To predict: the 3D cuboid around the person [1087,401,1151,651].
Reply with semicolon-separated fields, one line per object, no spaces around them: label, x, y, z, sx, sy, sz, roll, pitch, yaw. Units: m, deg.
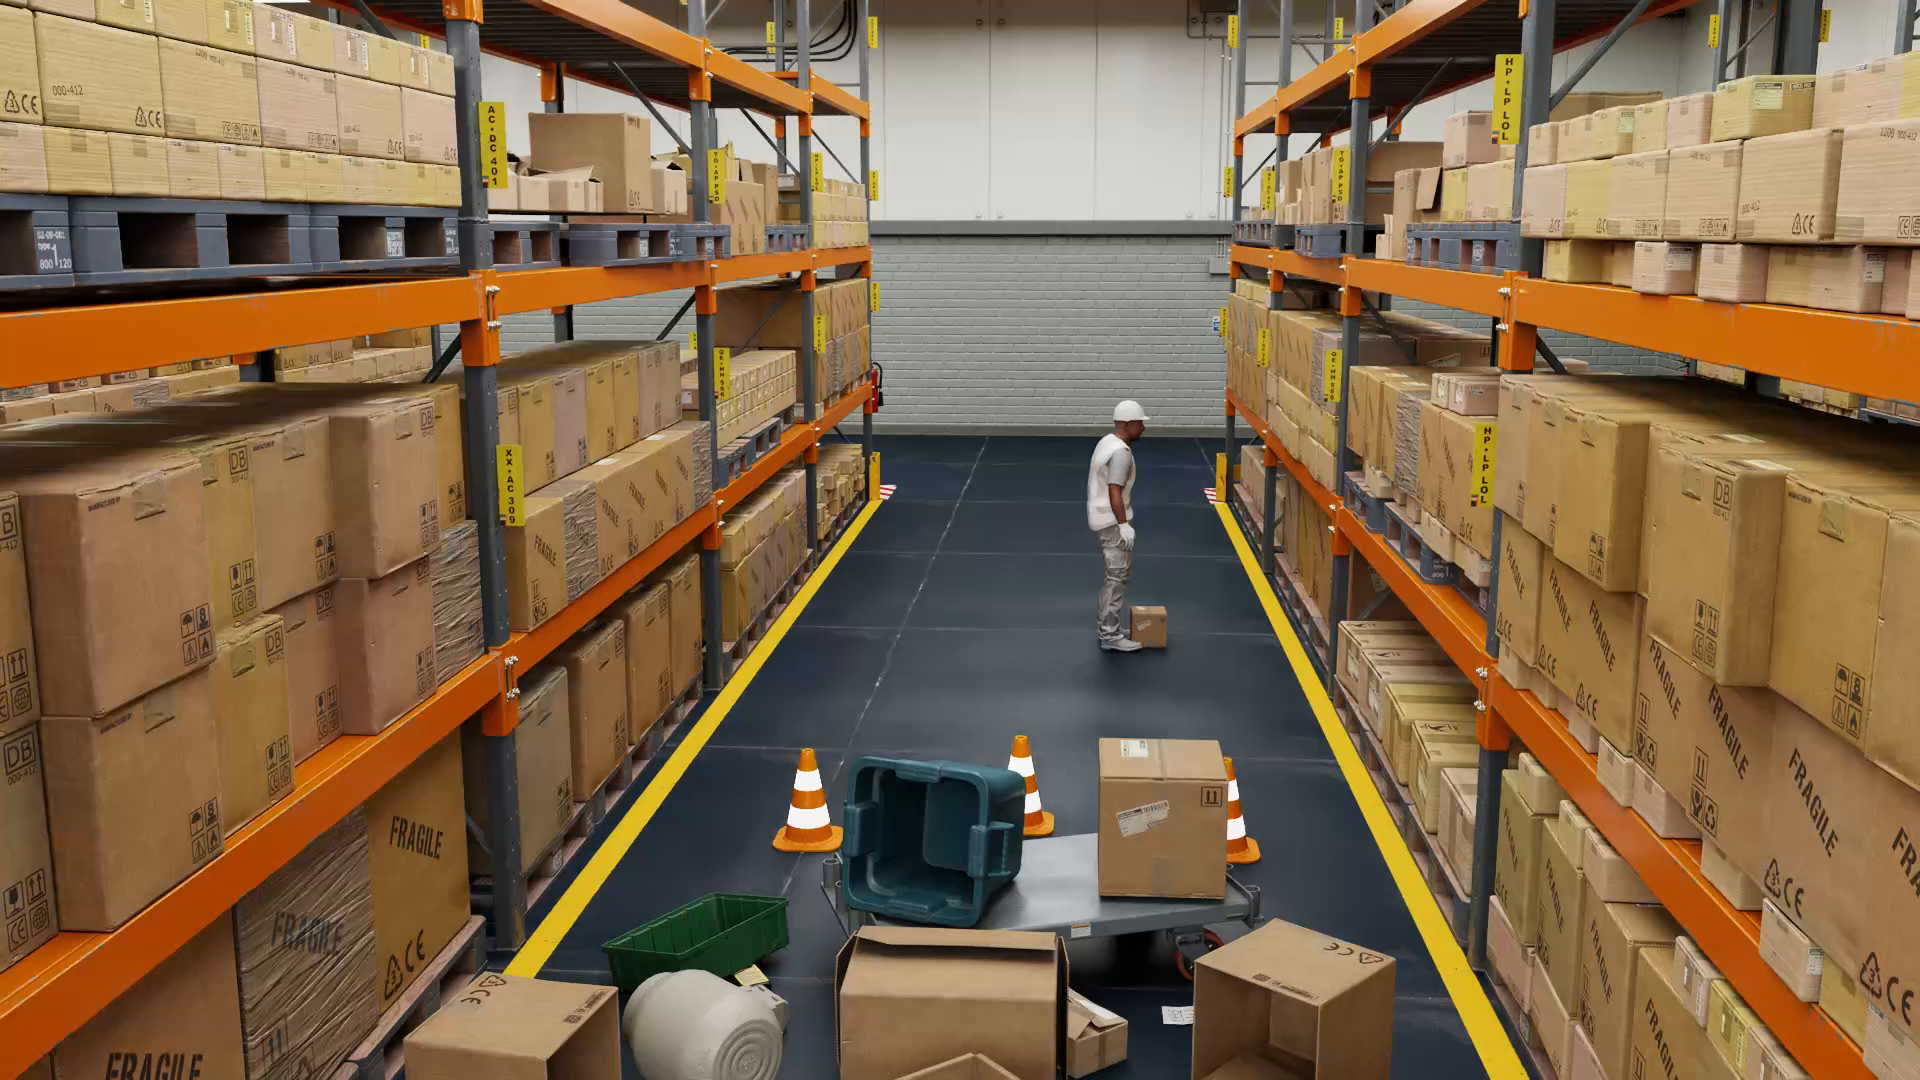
person;1.145;-0.118;12.019;0.445;1.775;0.632;0;11;2
